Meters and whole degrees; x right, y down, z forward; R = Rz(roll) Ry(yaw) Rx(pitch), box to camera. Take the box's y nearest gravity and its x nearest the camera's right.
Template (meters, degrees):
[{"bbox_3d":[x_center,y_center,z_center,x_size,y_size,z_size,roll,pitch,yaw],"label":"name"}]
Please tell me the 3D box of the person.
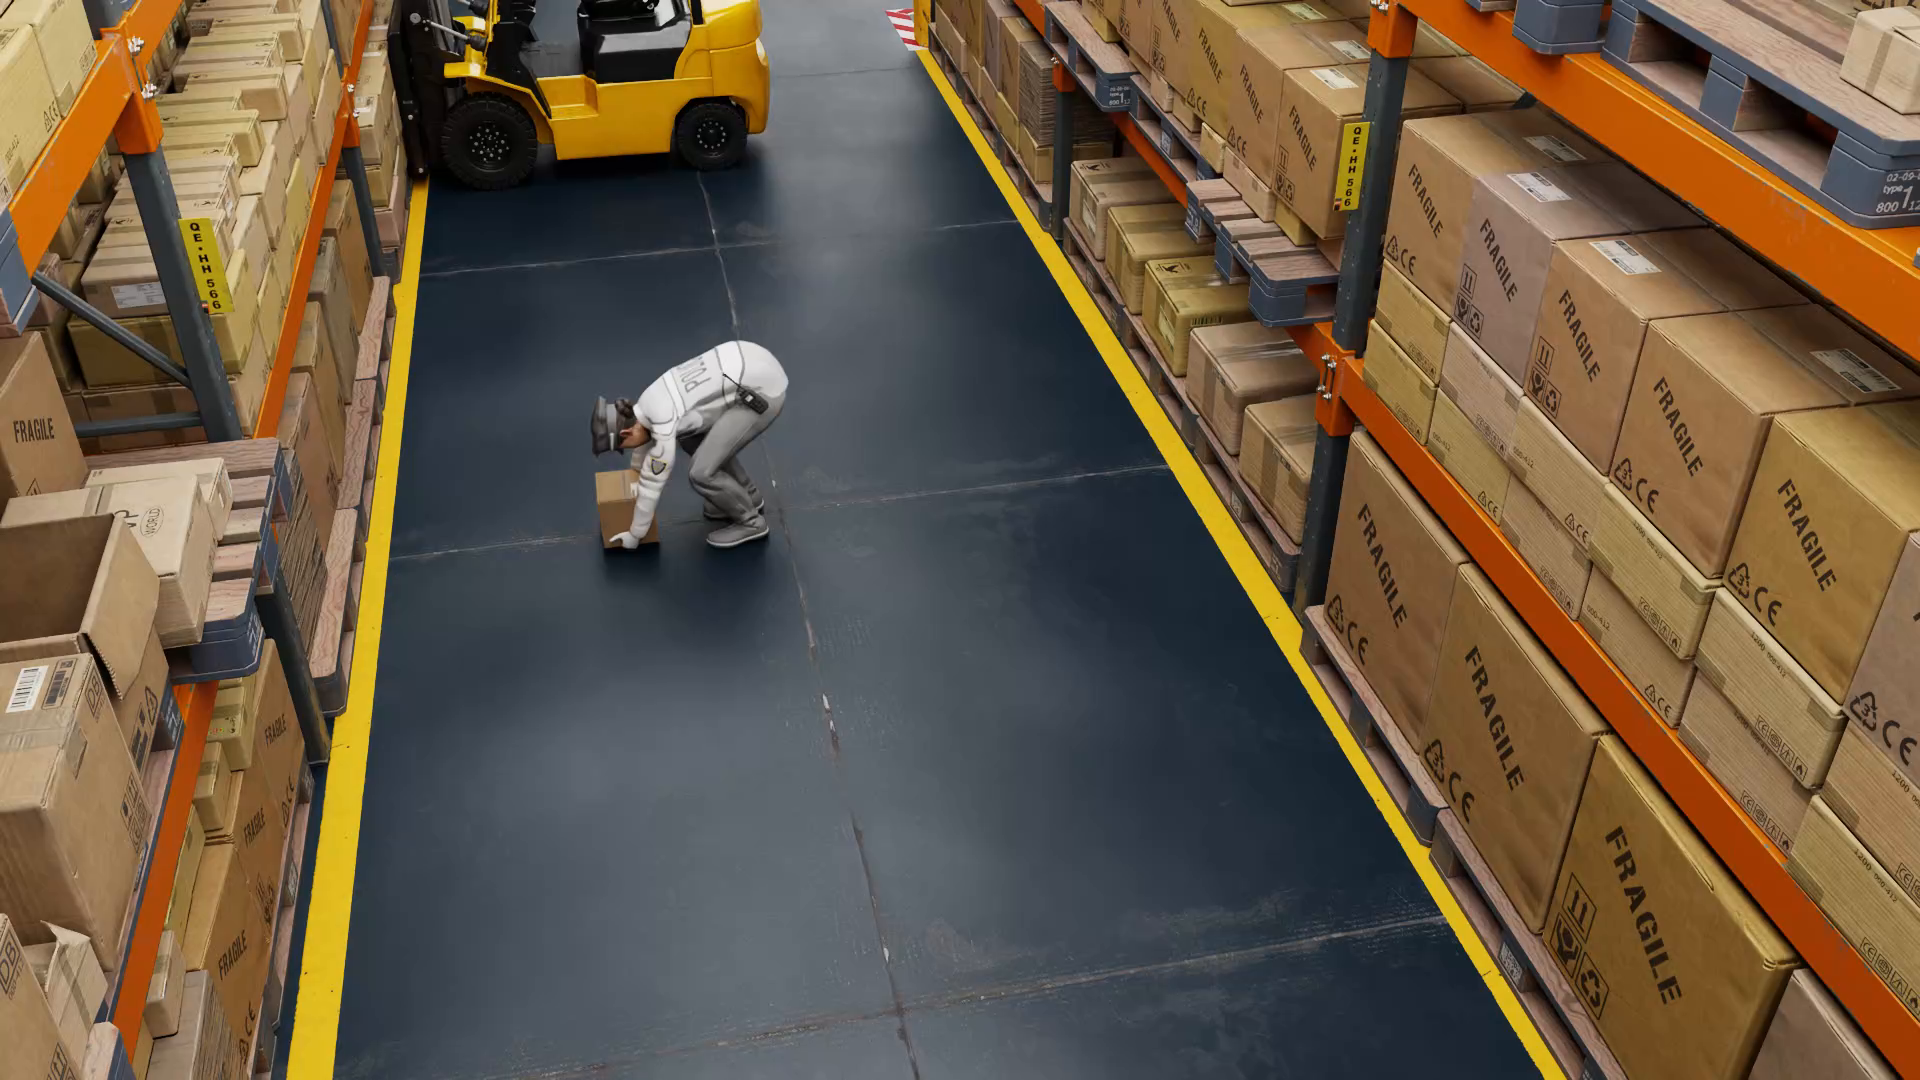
[{"bbox_3d":[-1.190,-0.410,7.422,0.878,0.889,0.462,-9,36,-13],"label":"person"}]
